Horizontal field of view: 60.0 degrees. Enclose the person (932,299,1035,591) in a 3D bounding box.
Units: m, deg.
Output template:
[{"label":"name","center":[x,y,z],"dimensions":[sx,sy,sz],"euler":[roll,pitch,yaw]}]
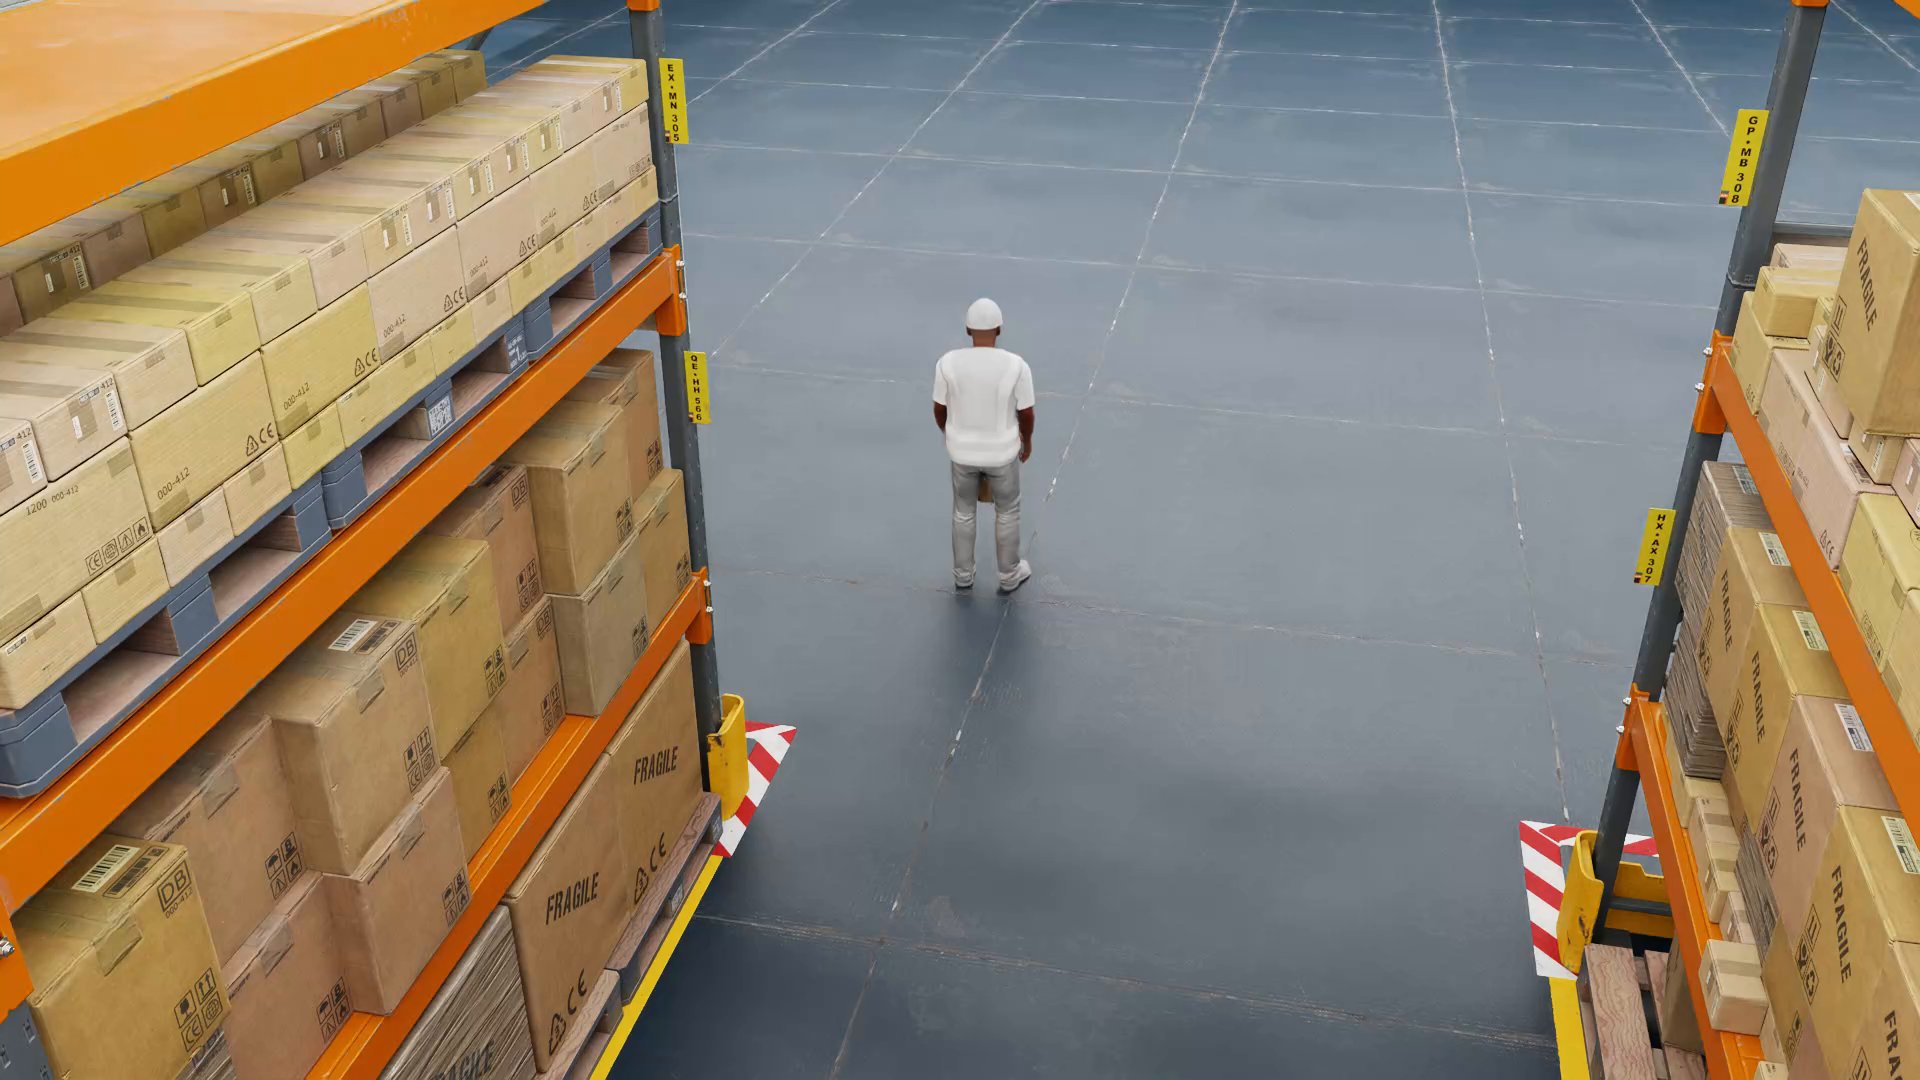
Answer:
[{"label":"person","center":[0.138,-0.529,9.565],"dimensions":[0.586,1.766,0.419],"euler":[5,29,9]}]
